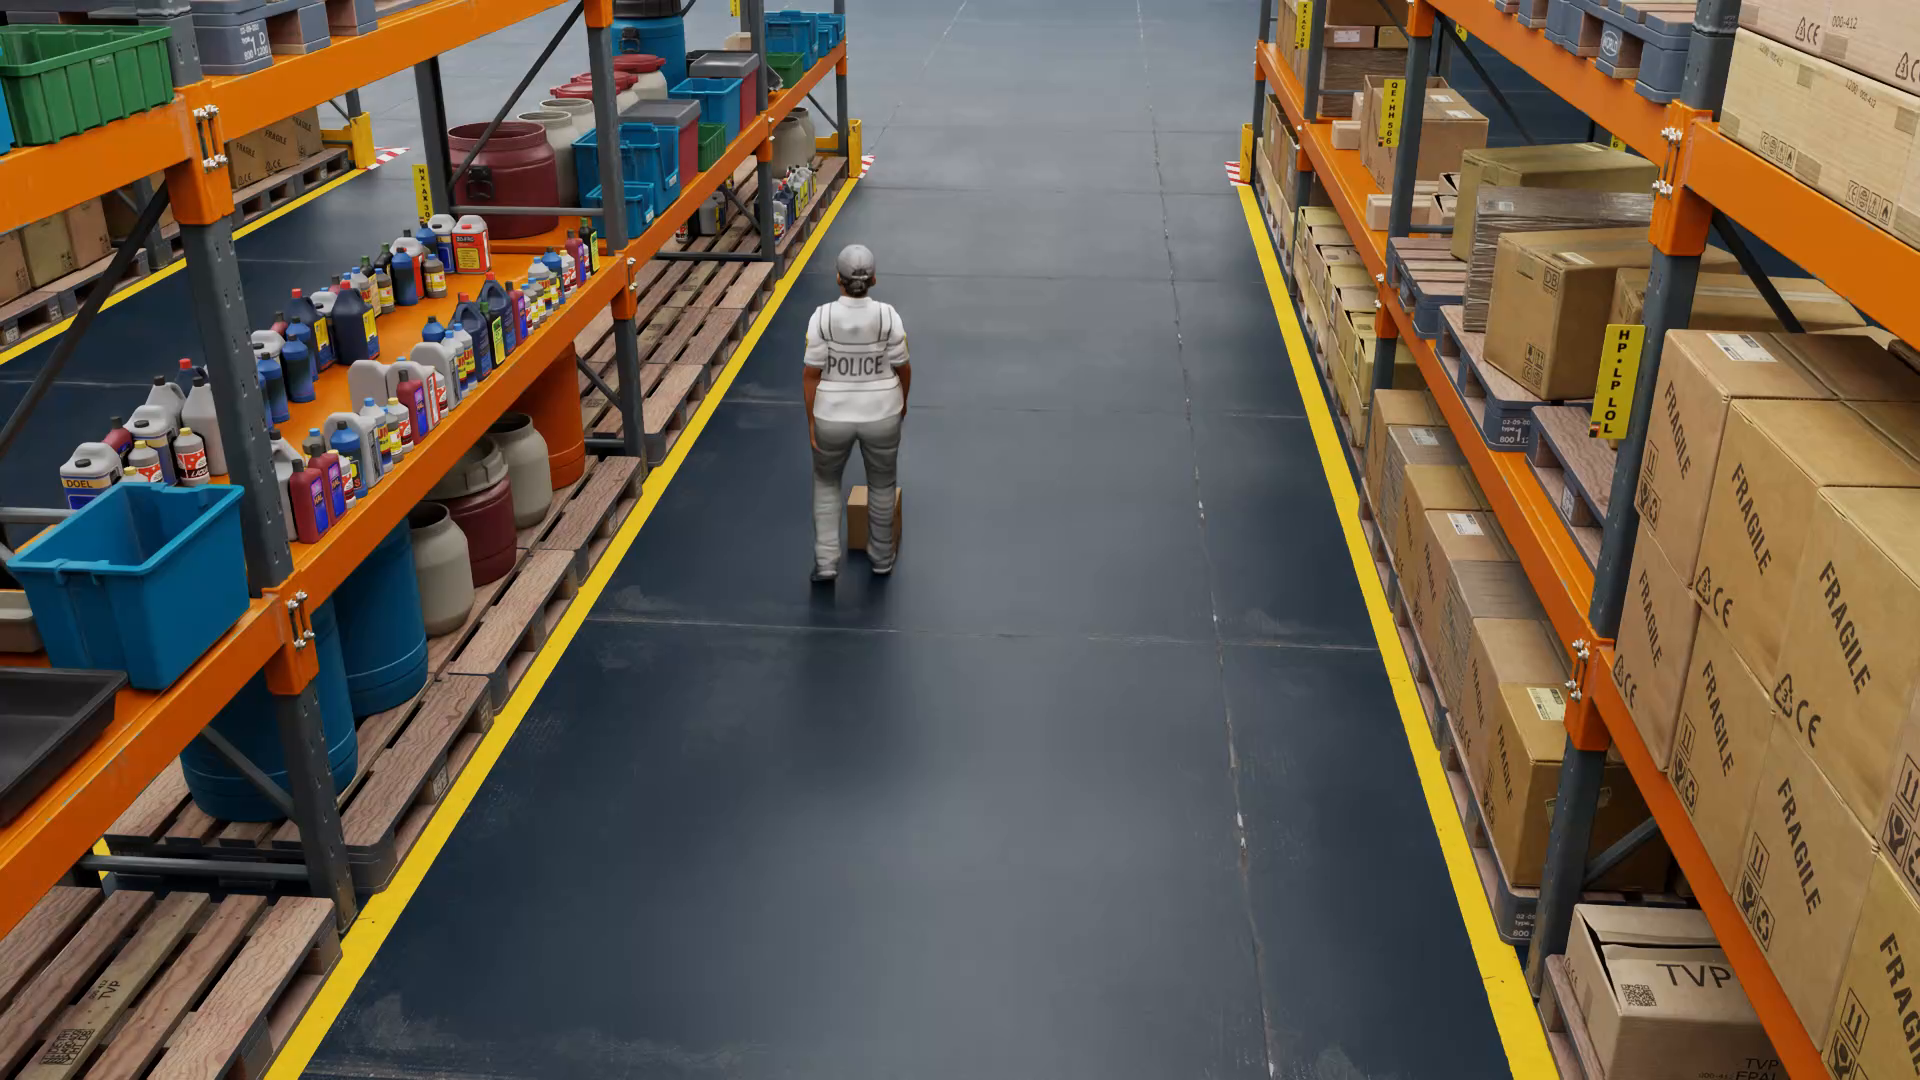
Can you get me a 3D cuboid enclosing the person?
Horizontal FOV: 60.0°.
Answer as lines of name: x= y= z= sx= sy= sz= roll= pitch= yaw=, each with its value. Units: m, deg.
person: x=-0.484 y=-0.566 z=7.867 sx=0.513 sy=1.723 sz=0.500 roll=-1 pitch=25 yaw=-2
